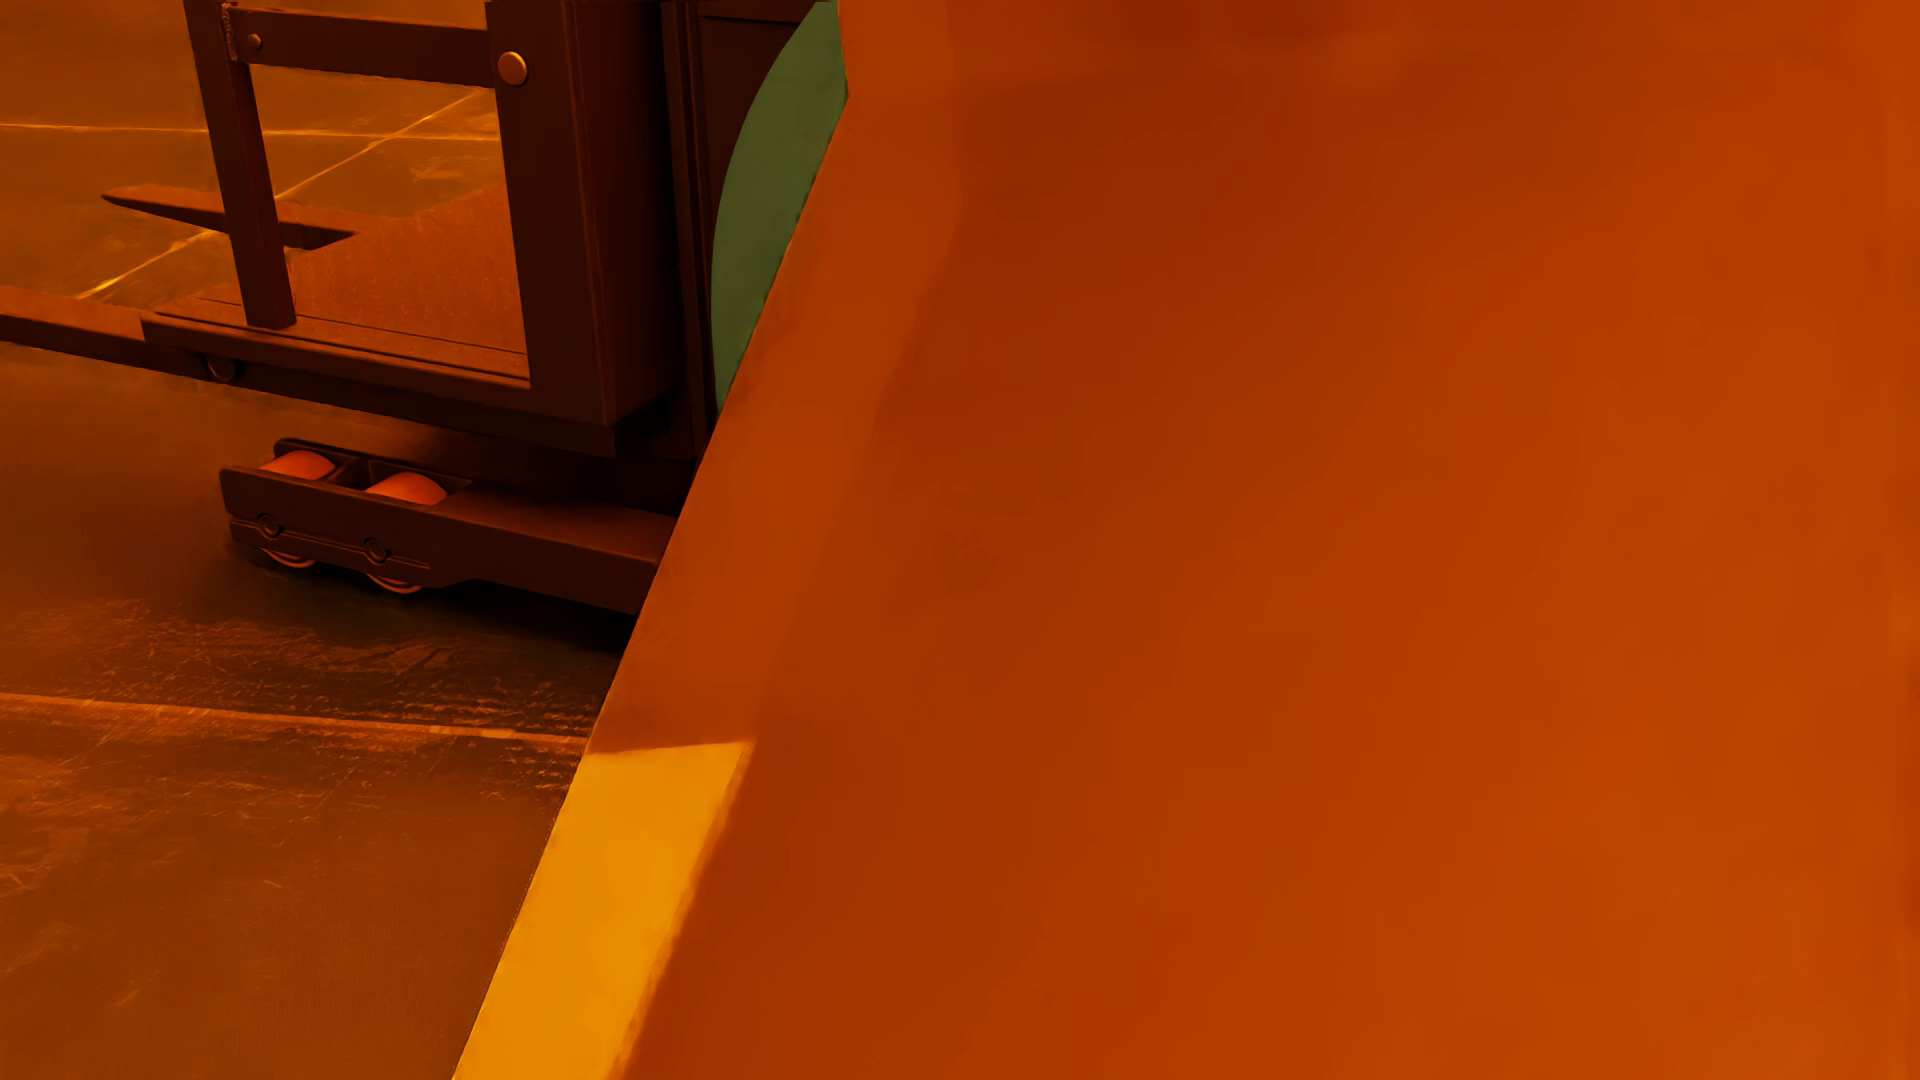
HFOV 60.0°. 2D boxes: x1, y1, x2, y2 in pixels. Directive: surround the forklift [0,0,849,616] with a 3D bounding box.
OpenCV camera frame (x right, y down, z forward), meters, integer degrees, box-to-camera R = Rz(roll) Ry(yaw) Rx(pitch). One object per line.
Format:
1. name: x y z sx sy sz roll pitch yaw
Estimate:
1. forklift: -0.501 -1.438 2.100 3.031 2.935 1.130 11 29 21
